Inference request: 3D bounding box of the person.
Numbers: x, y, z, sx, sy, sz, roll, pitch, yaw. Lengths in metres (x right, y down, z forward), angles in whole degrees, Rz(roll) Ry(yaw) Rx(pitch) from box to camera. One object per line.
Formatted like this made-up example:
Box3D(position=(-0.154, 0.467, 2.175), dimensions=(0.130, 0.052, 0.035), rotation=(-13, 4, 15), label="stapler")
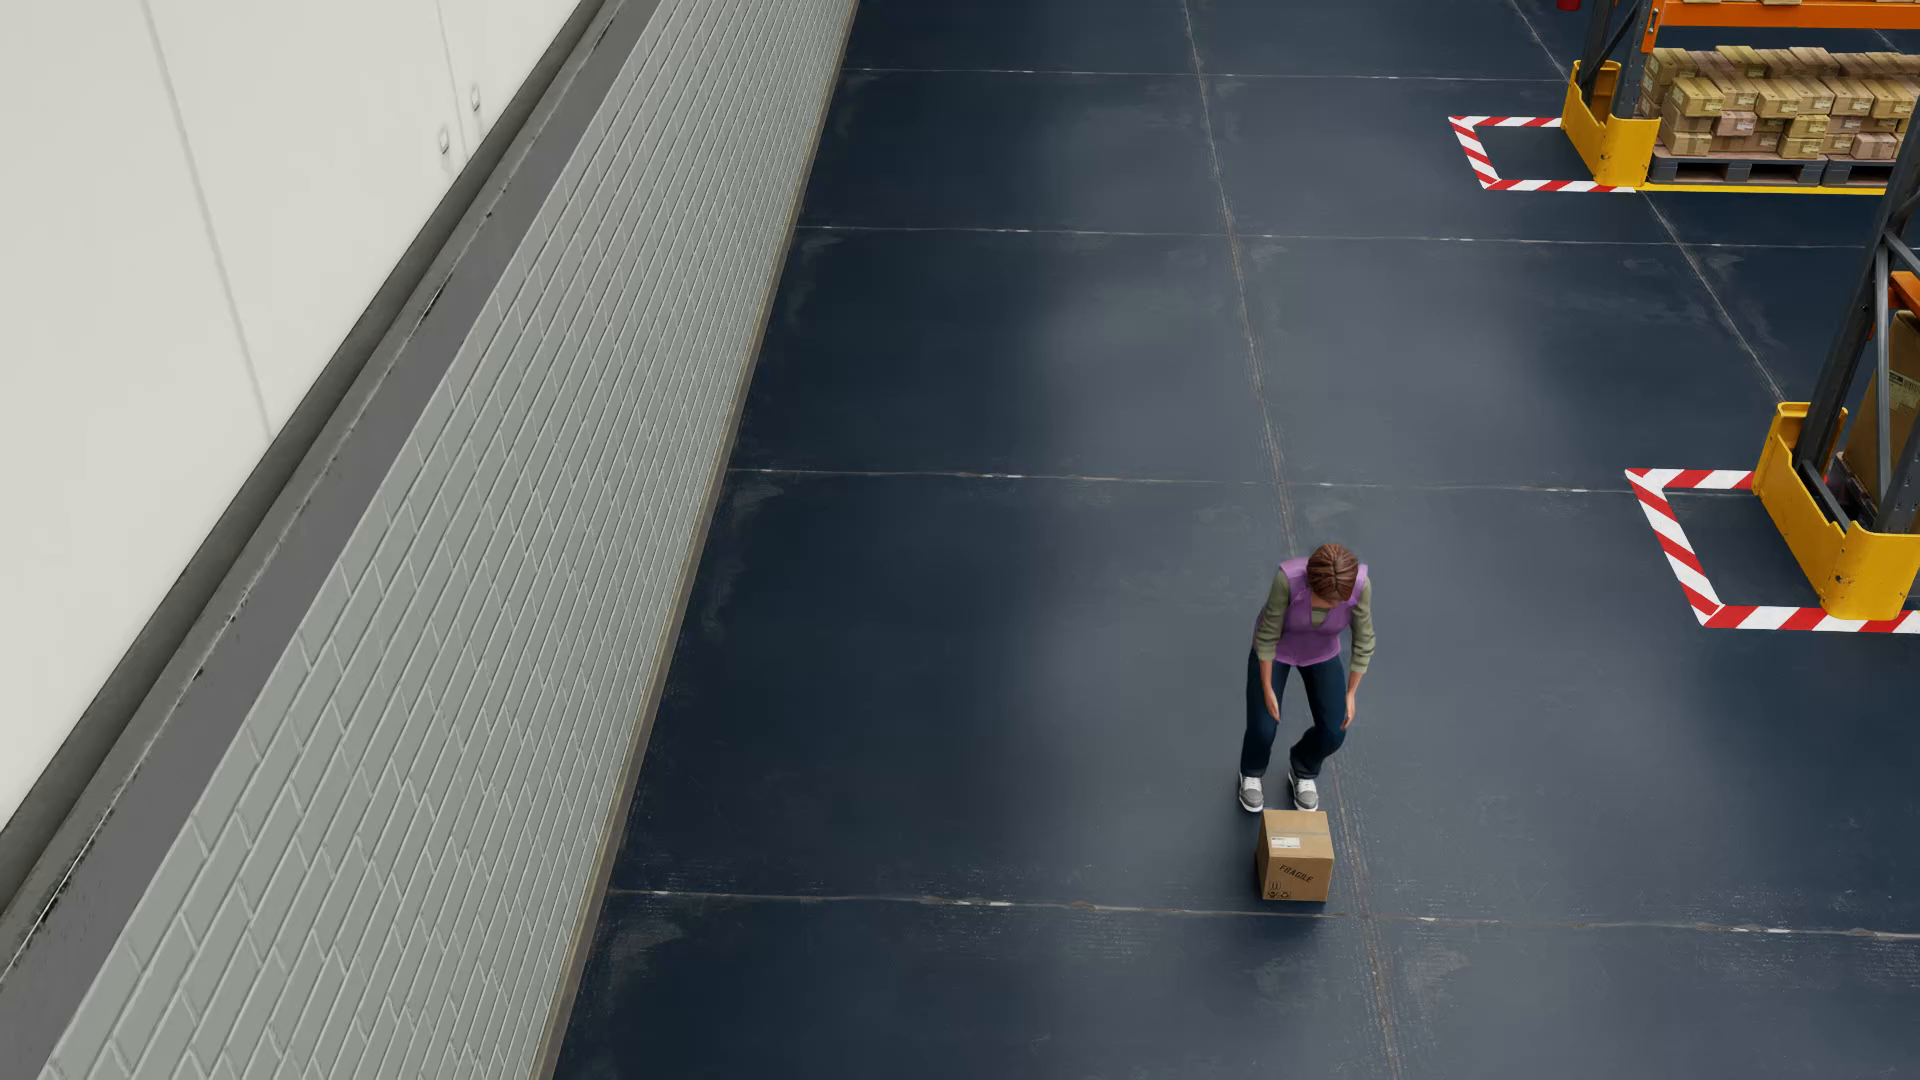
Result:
Box3D(position=(1.373, 0.511, 6.580), dimensions=(0.456, 1.423, 0.560), rotation=(2, 36, 2), label="person")
